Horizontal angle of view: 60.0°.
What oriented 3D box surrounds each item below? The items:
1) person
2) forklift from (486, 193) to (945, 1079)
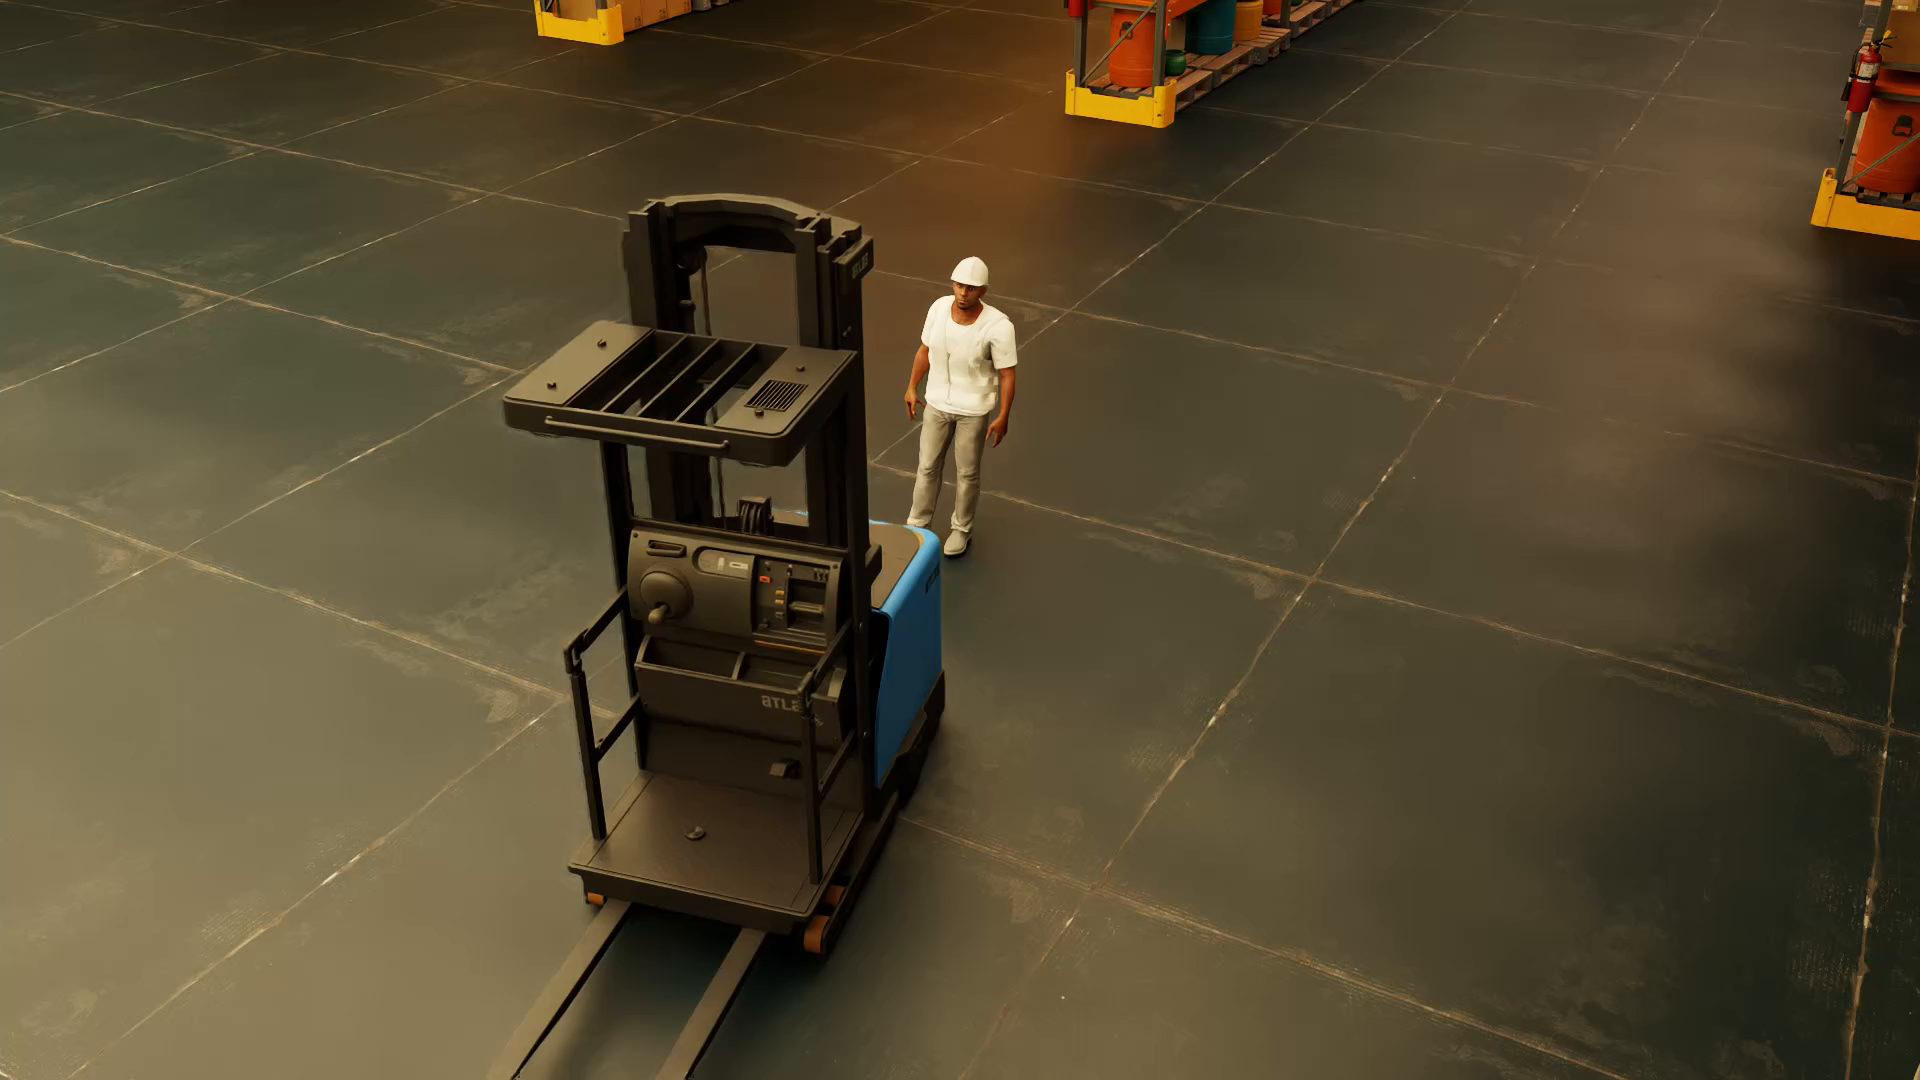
[{"bbox_3d":[-0.038,-0.742,9.507,0.666,1.768,0.575,15,33,25],"label":"person"},{"bbox_3d":[-0.988,0.248,6.641,1.130,2.935,3.031,9,31,14],"label":"forklift"}]
